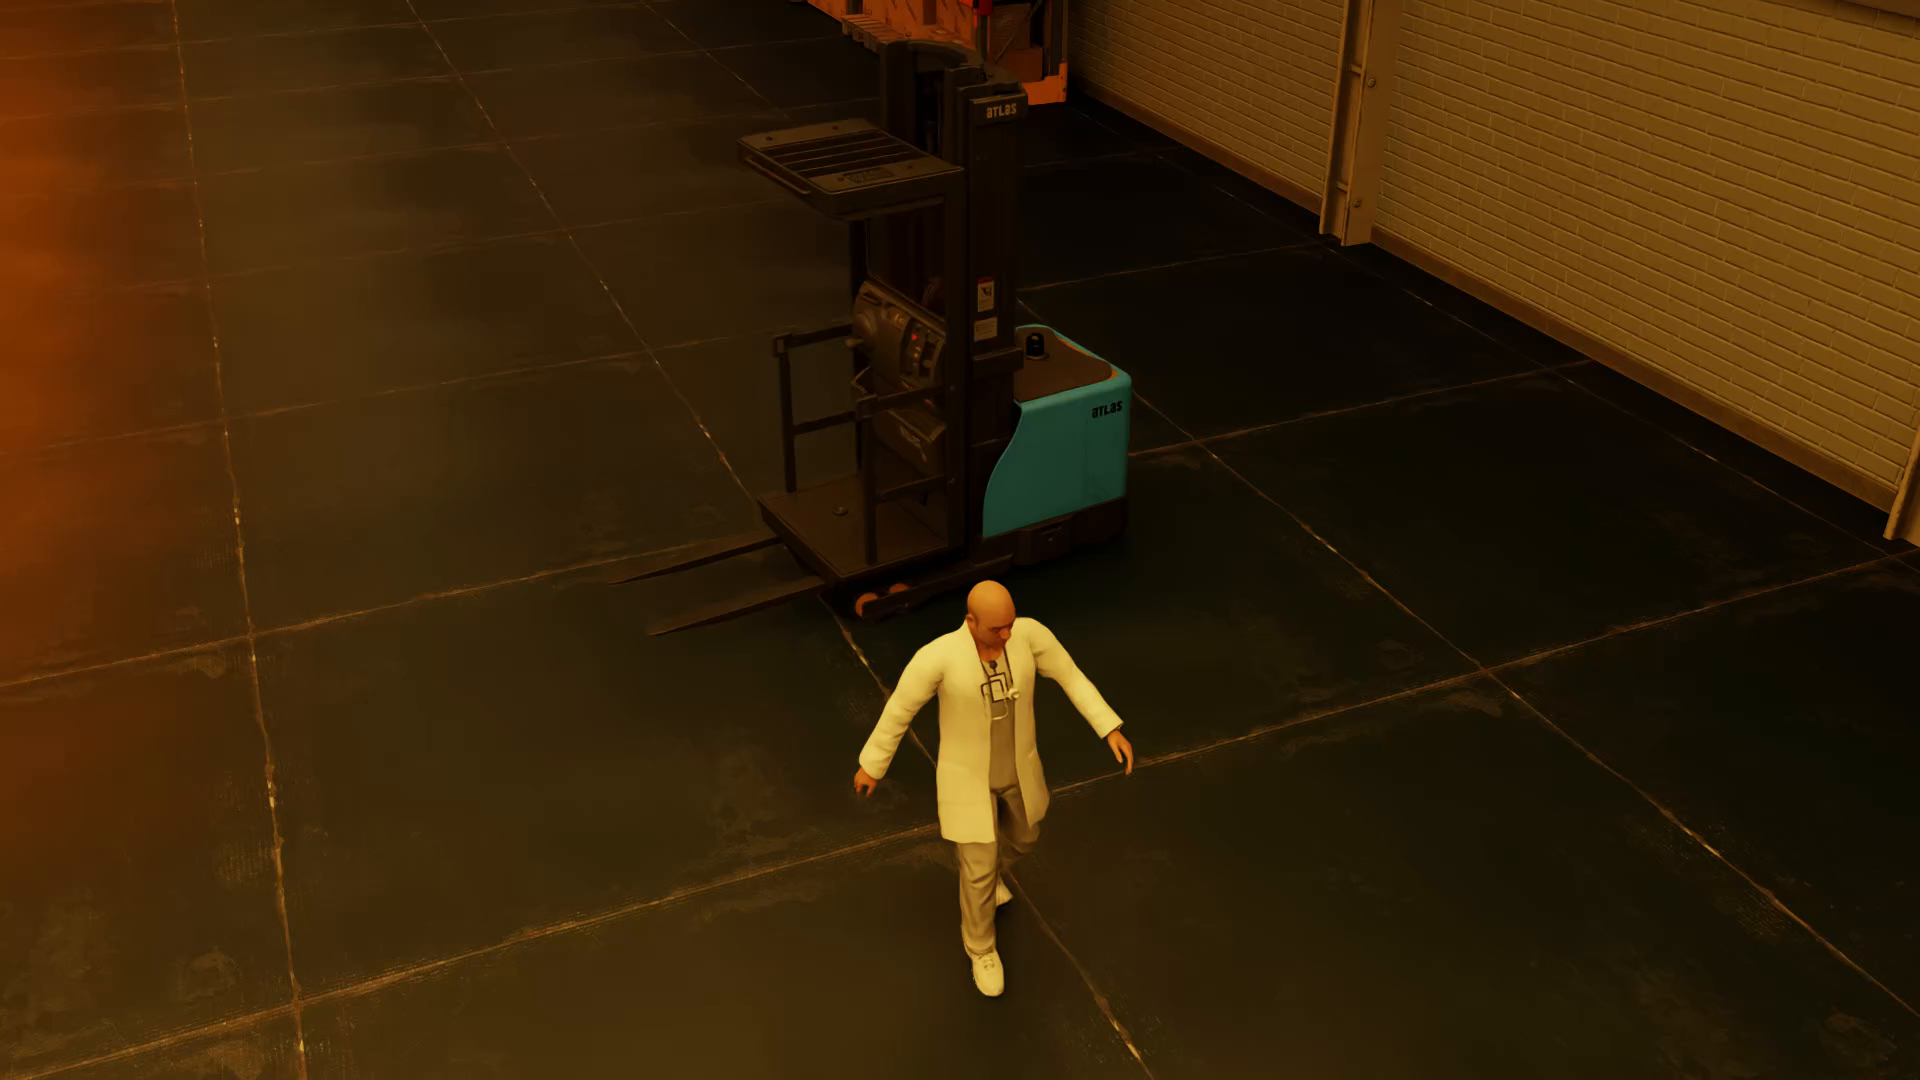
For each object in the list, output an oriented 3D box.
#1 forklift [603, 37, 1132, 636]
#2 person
[{"bbox_3d":[-0.518,-1.110,9.061,3.031,2.935,1.130,-17,34,-27],"label":"forklift"},{"bbox_3d":[0.101,0.929,6.690,0.980,1.760,0.806,-14,32,-22],"label":"person"}]
